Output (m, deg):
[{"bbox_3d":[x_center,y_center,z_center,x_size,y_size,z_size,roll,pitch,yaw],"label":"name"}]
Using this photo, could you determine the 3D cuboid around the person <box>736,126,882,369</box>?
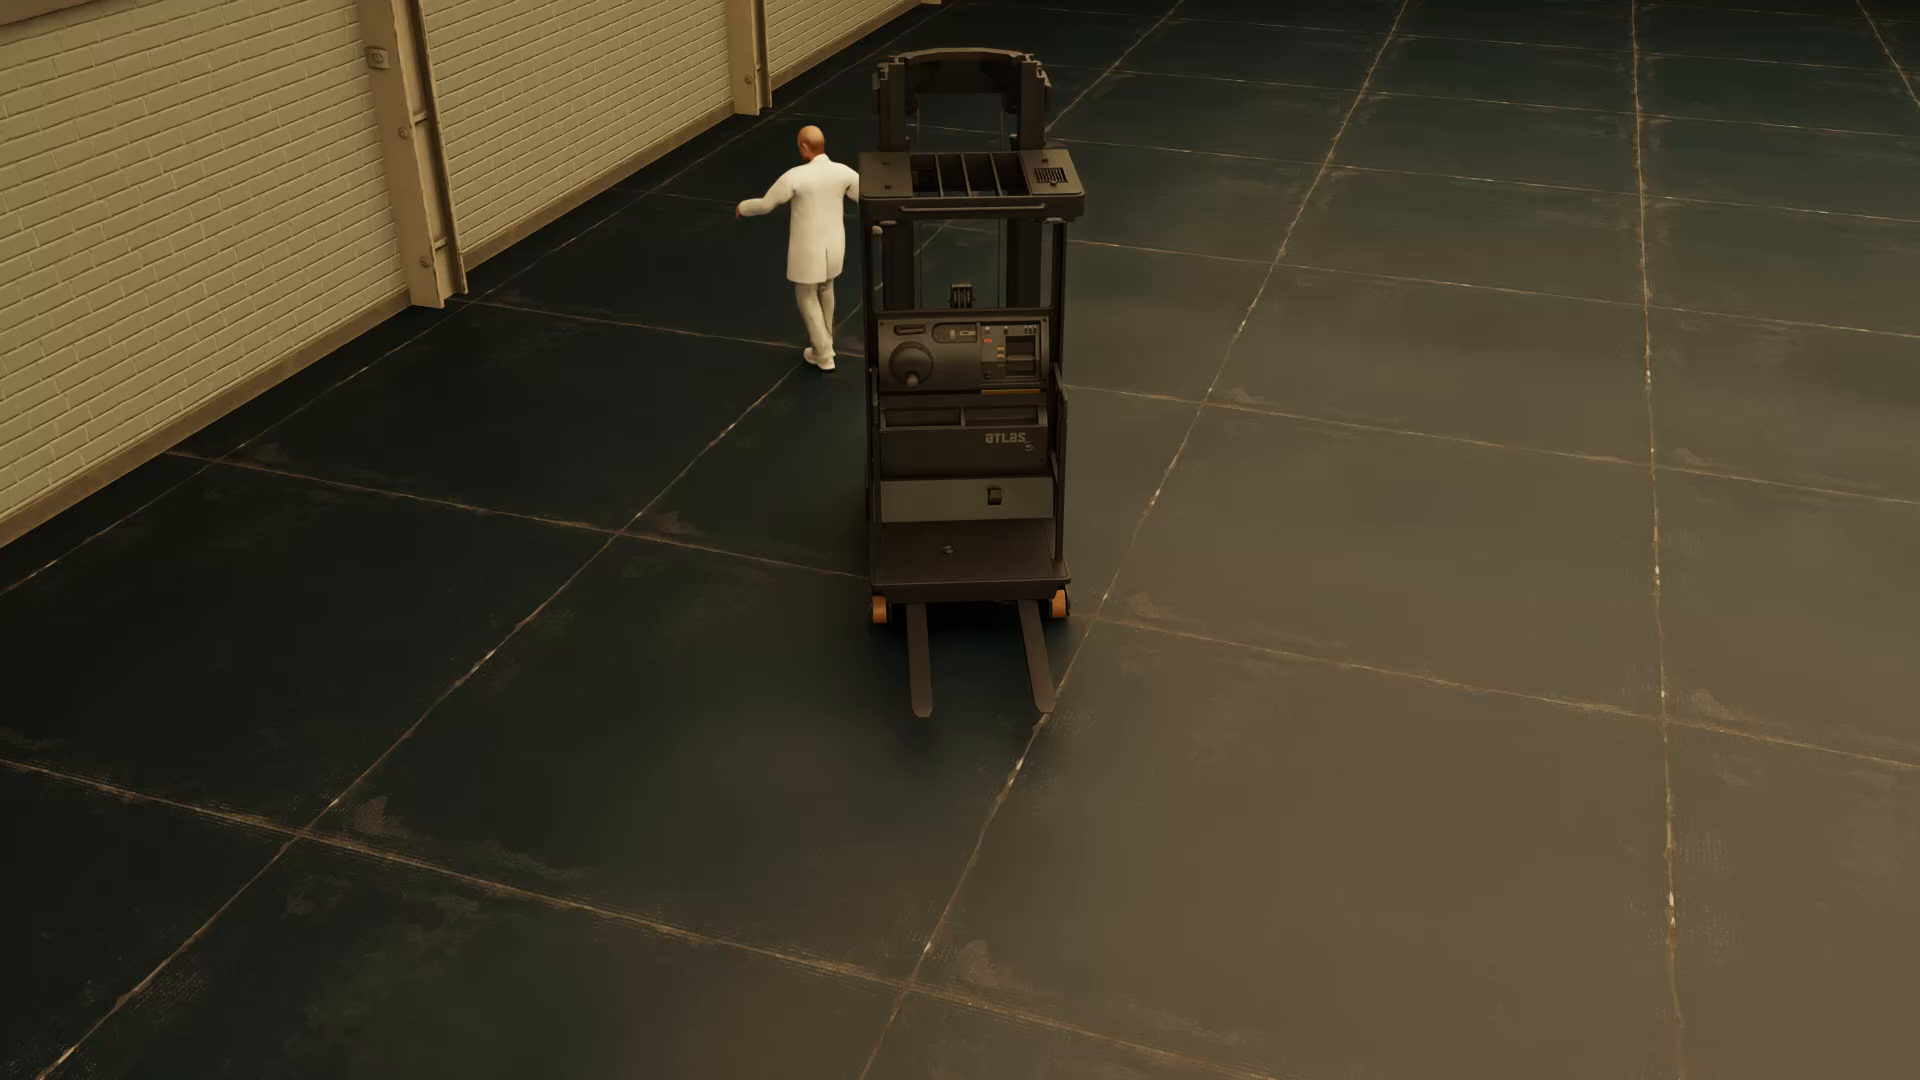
[{"bbox_3d":[-1.048,-2.180,12.185,1.044,1.773,0.788,-16,33,-25],"label":"person"}]

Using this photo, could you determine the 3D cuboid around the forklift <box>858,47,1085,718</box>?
[{"bbox_3d":[0.035,-0.972,8.842,1.130,2.935,3.031,-2,30,-3],"label":"forklift"}]
